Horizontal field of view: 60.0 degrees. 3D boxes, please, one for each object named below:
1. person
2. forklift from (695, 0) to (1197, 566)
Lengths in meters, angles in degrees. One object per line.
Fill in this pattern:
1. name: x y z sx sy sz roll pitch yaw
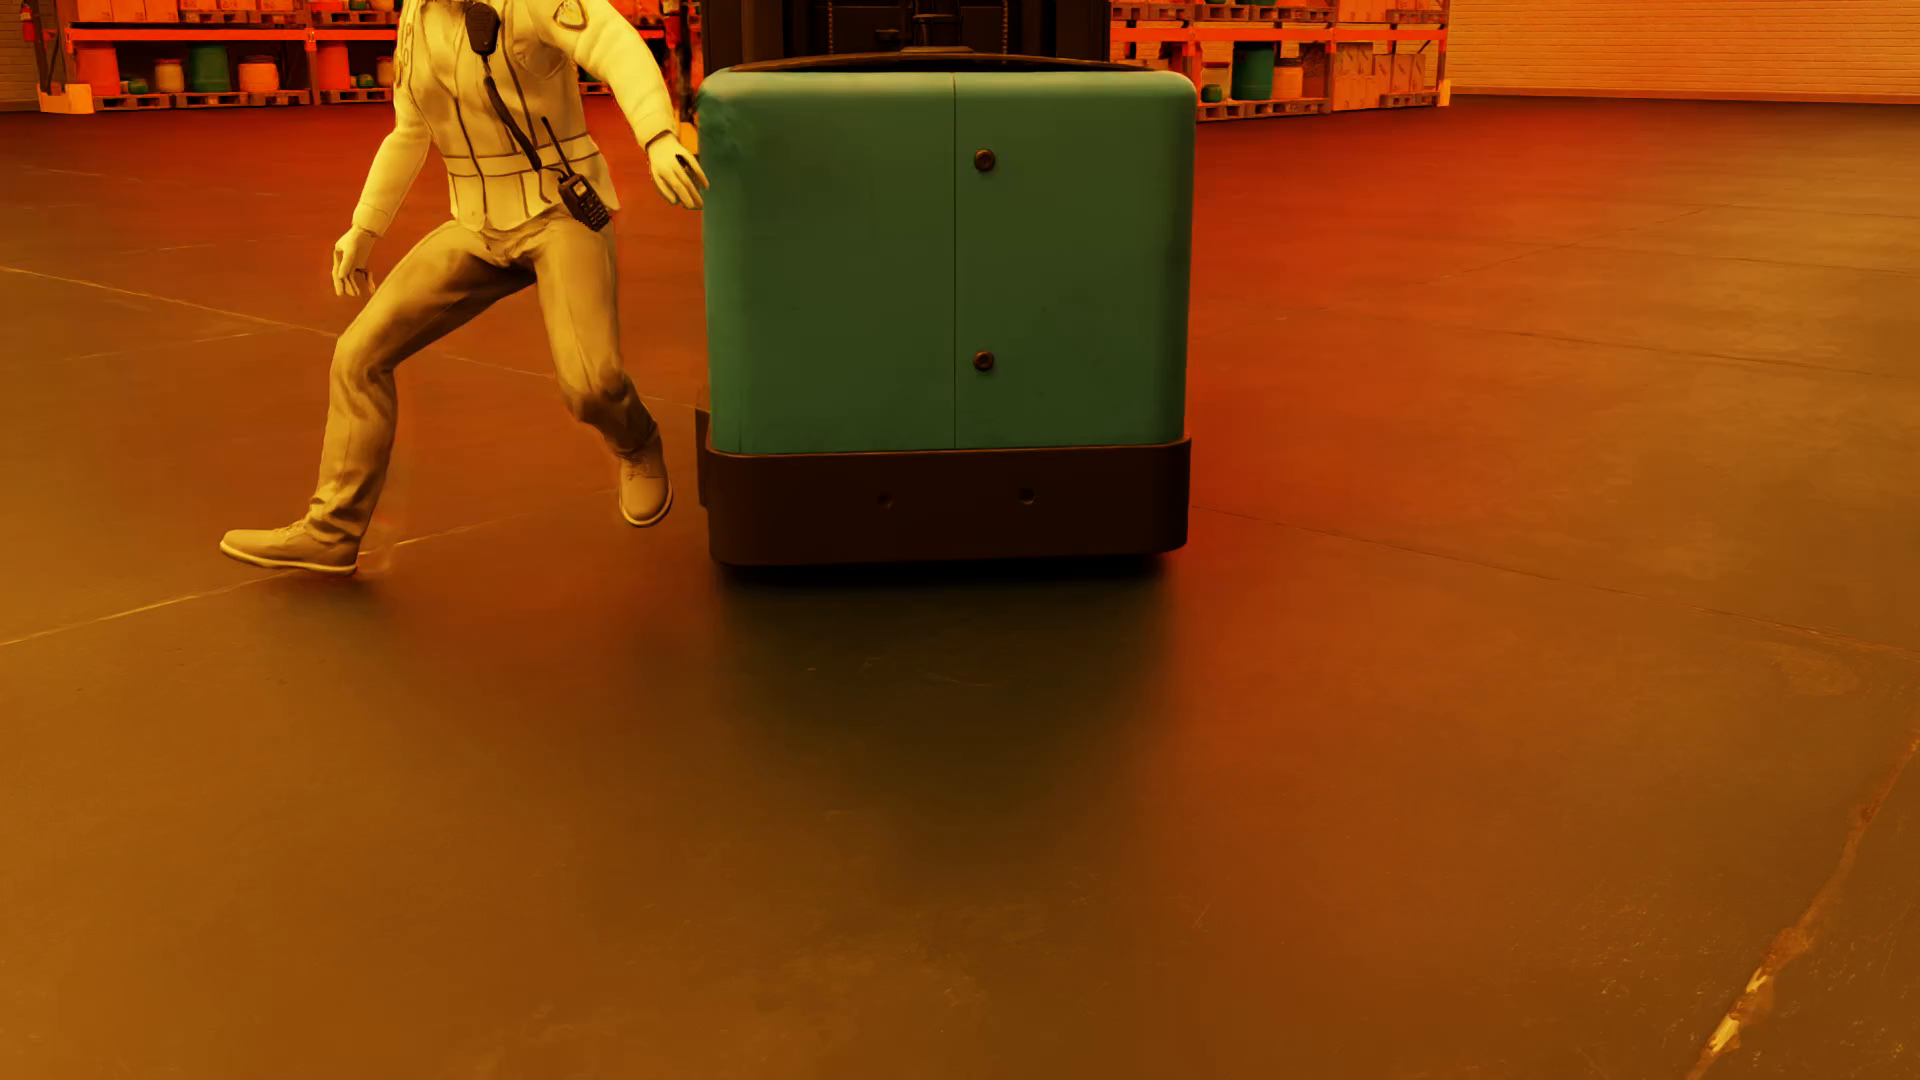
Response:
1. person: -0.938 -0.634 3.403 1.109 1.485 0.775 11 20 32
2. forklift: -0.169 -1.728 4.588 1.130 2.935 3.031 -2 17 -6
